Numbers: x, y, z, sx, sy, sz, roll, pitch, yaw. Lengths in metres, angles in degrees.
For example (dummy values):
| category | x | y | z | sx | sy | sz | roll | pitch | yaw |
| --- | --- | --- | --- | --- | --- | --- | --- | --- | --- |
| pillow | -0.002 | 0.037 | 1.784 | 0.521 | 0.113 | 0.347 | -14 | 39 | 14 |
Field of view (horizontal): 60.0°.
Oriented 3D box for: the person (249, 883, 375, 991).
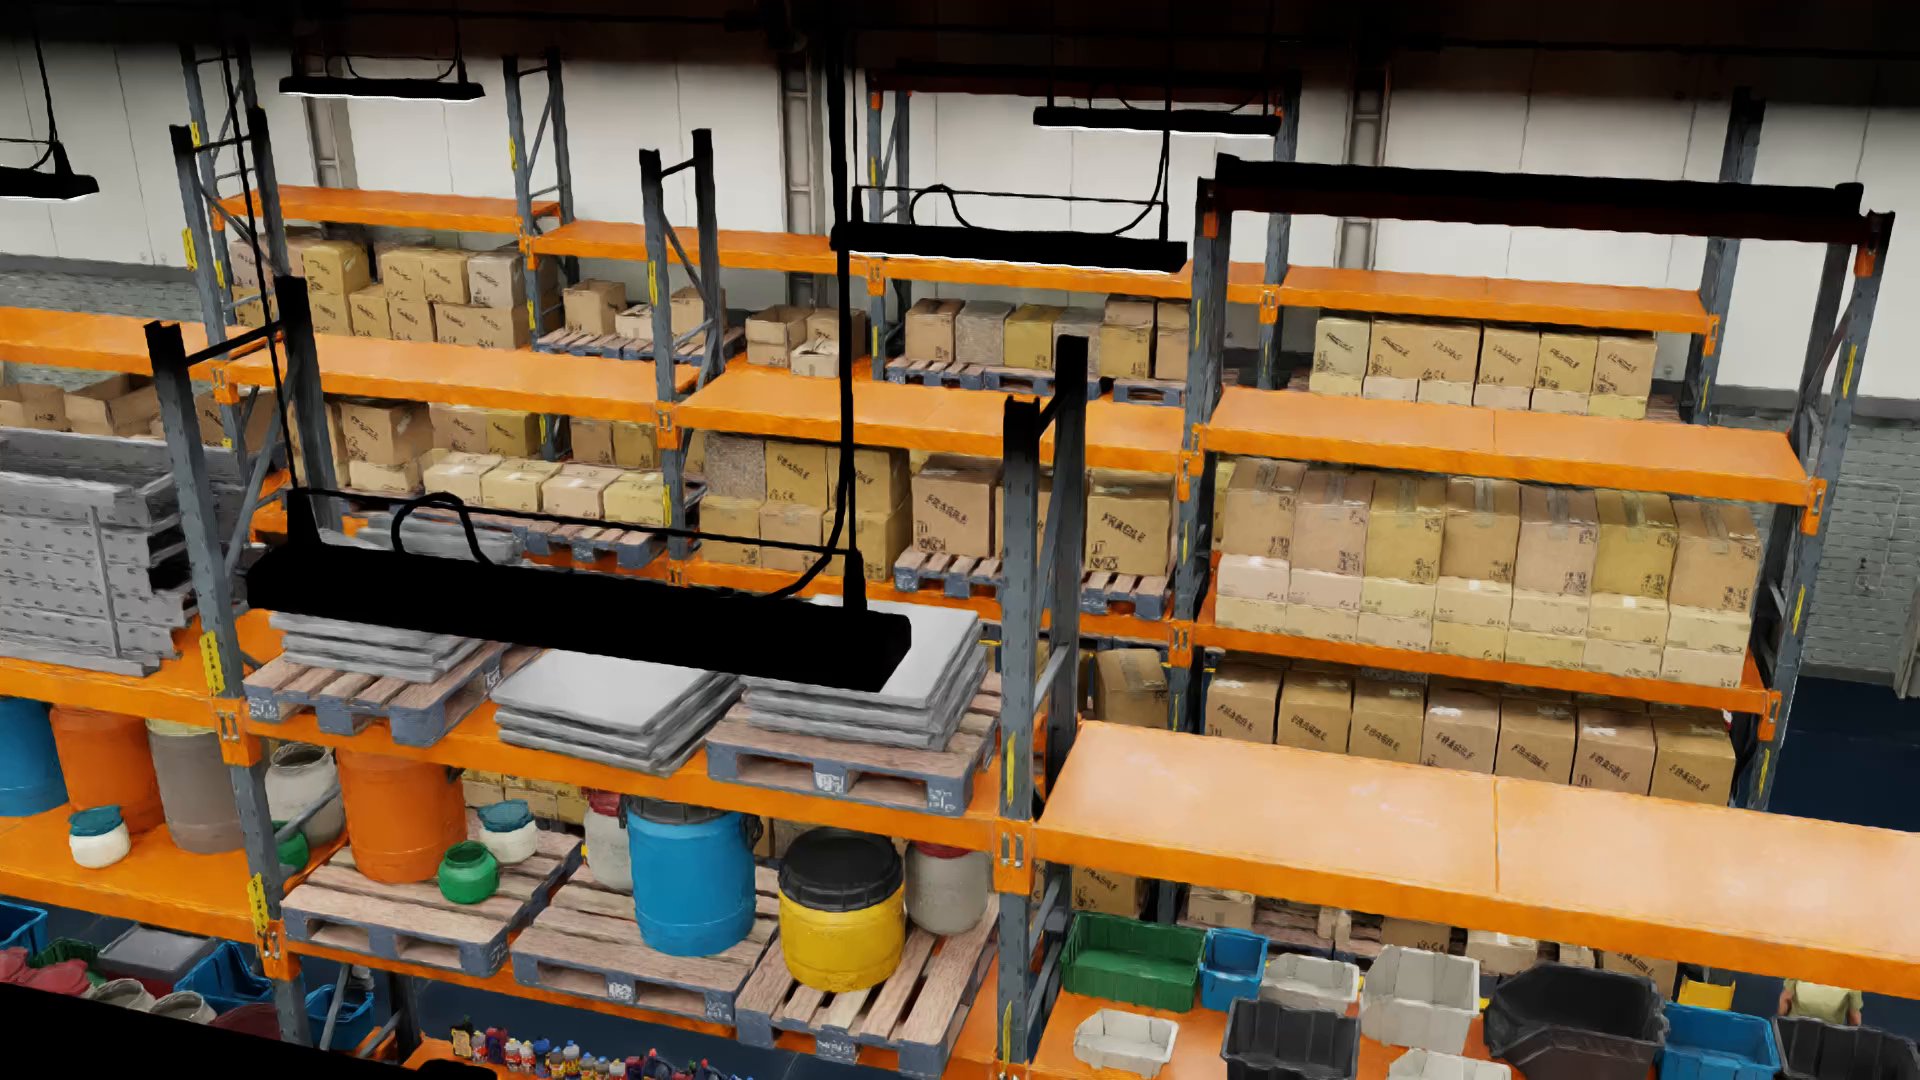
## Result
| category | x | y | z | sx | sy | sz | roll | pitch | yaw |
| --- | --- | --- | --- | --- | --- | --- | --- | --- | --- |
| person | -4.951 | 2.589 | 12.303 | 1.115 | 1.700 | 0.543 | 7 | 24 | 17 |

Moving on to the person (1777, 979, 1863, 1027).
| category | x | y | z | sx | sy | sz | roll | pitch | yaw |
| --- | --- | --- | --- | --- | --- | --- | --- | --- | --- |
| person | 5.494 | 3.245 | 10.753 | 0.543 | 1.675 | 0.432 | 18 | 28 | 36 |
